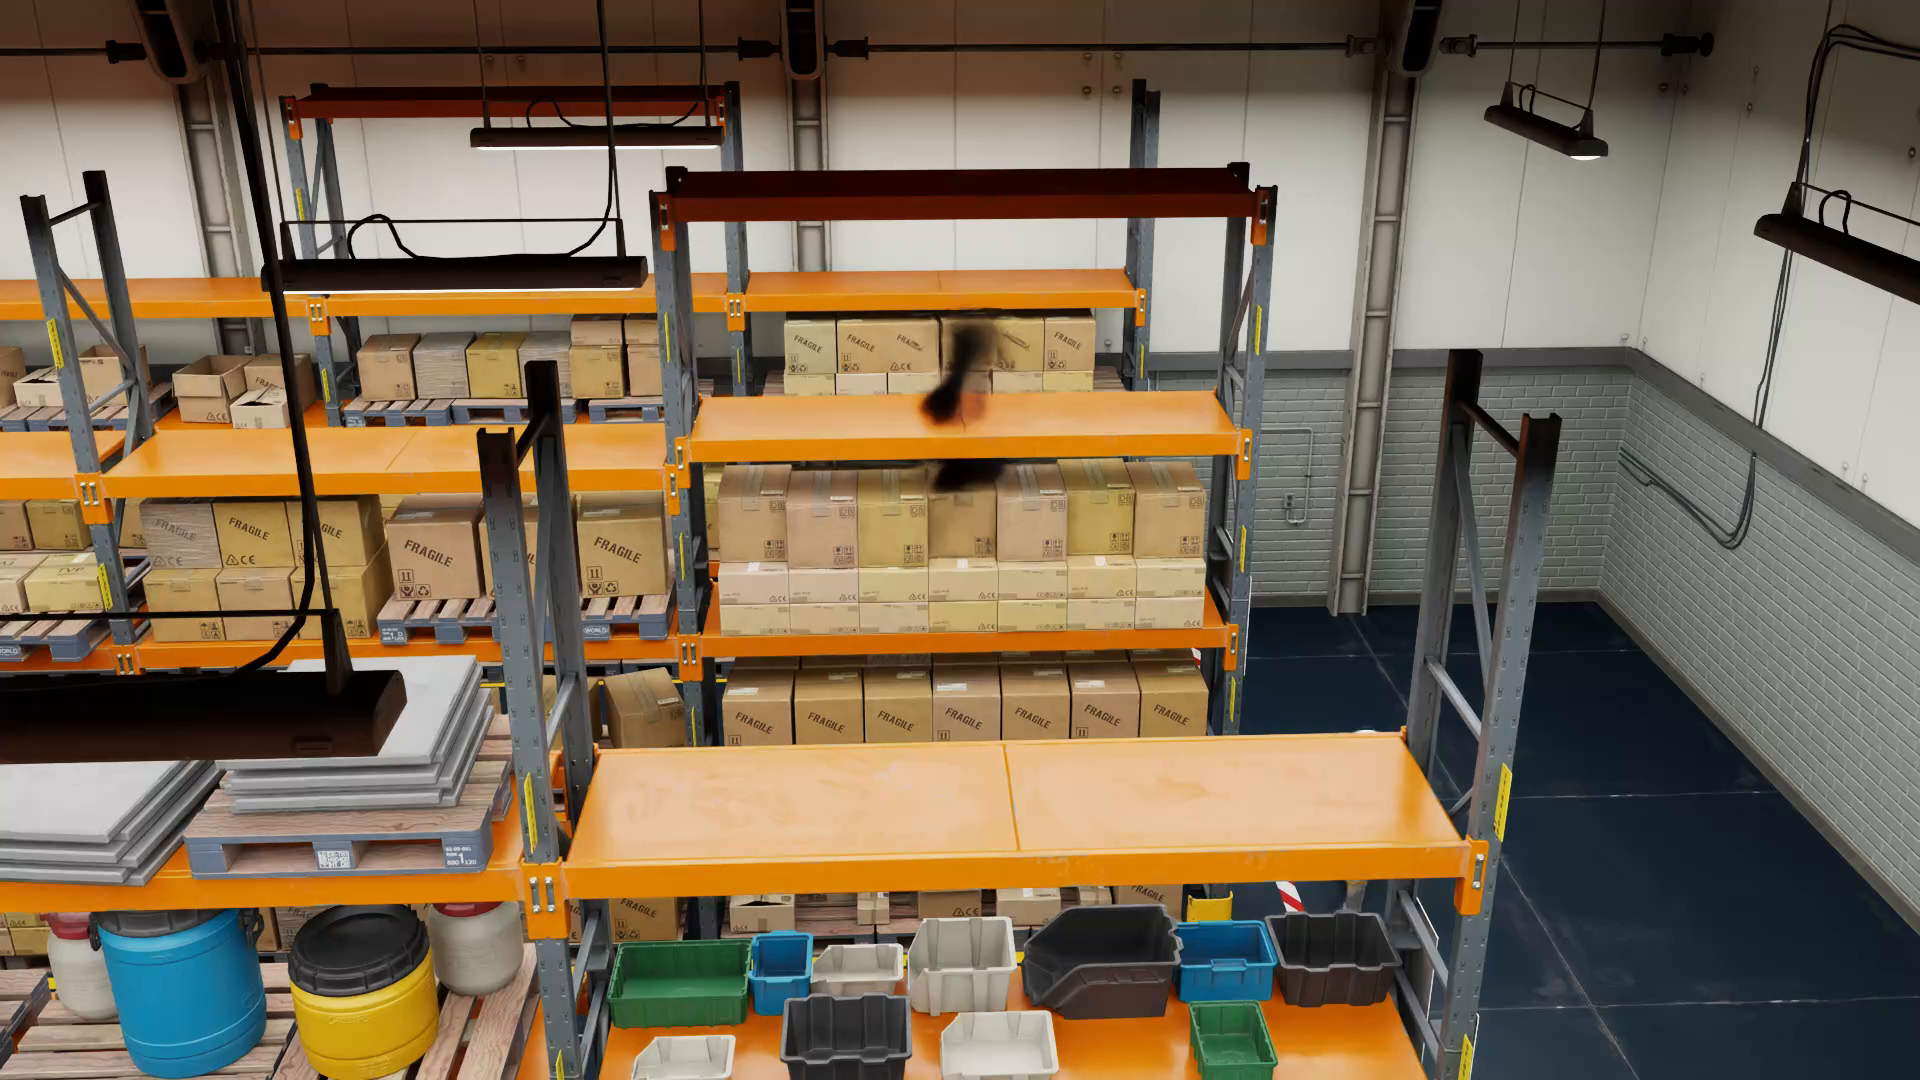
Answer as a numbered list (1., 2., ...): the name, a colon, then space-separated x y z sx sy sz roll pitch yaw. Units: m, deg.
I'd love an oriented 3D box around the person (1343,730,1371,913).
1. person: 3.249 2.237 13.363 0.643 1.724 0.839 15 26 32
